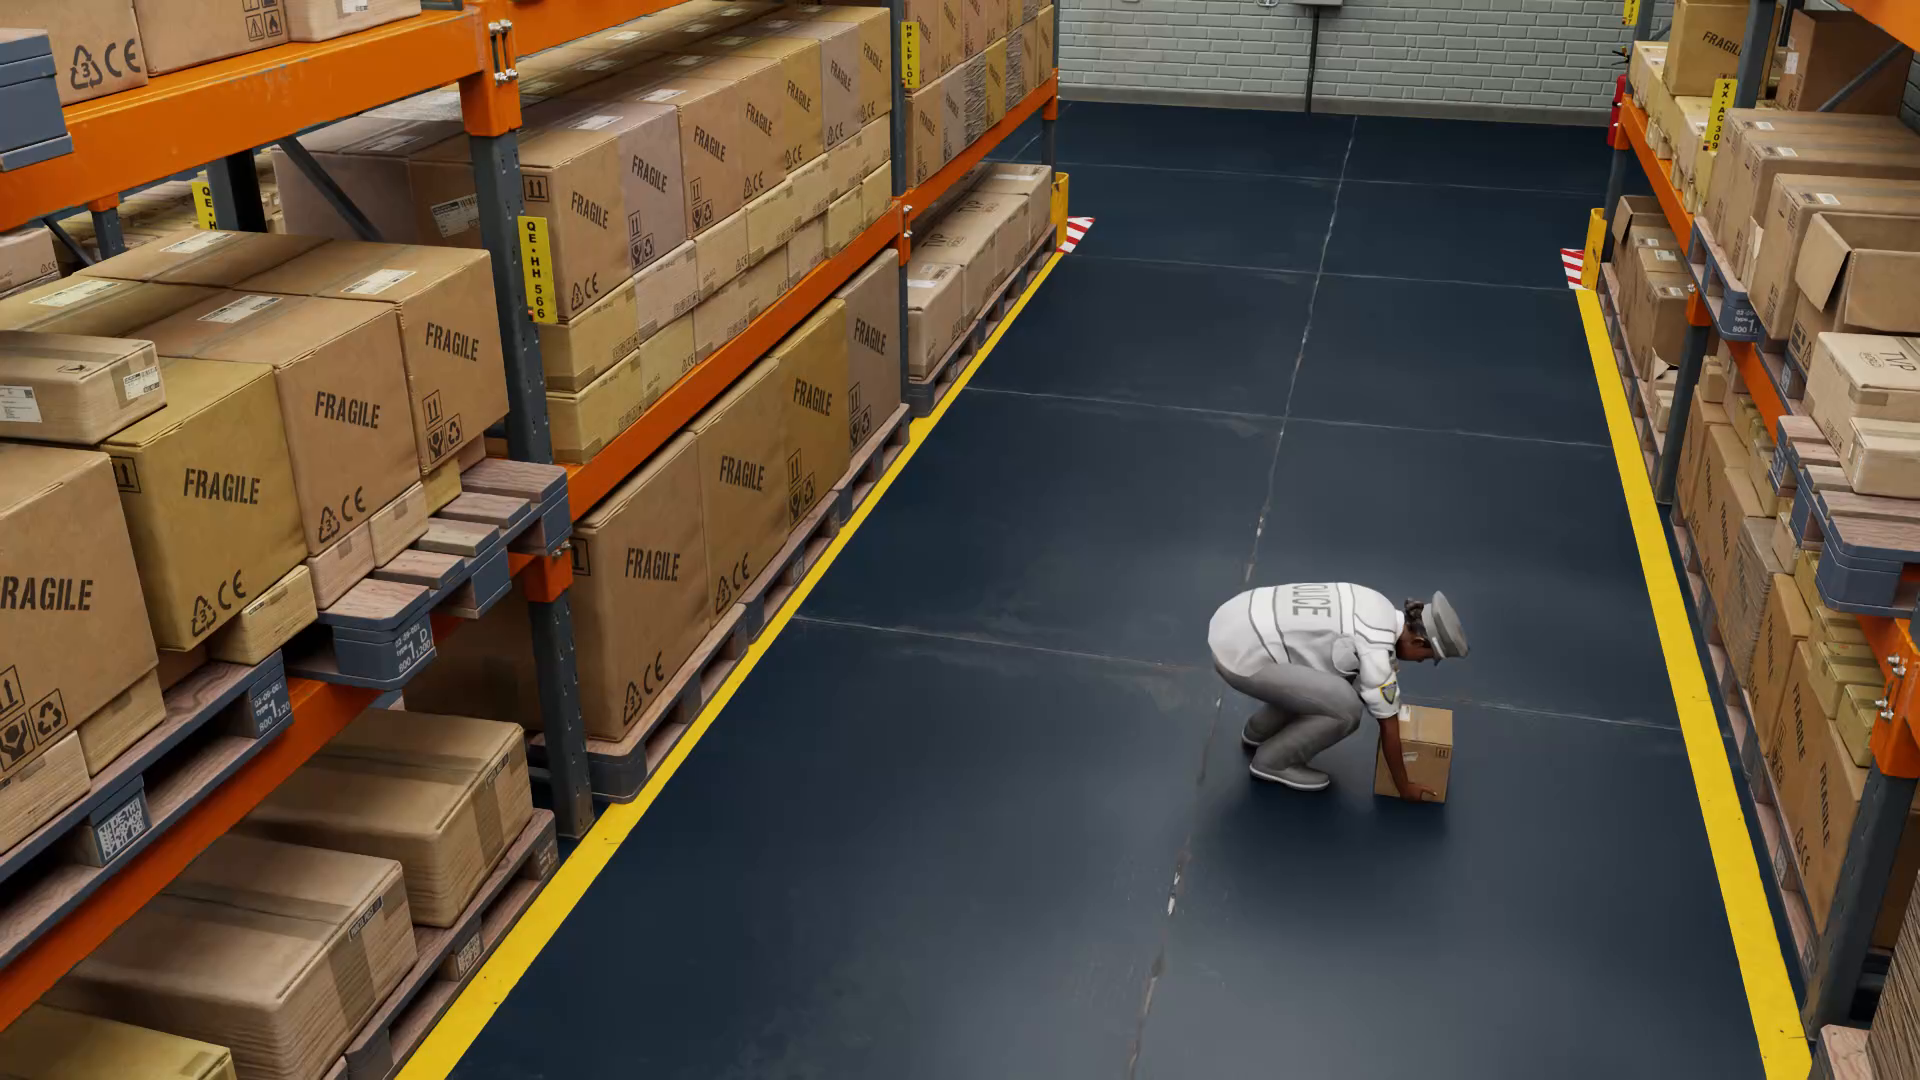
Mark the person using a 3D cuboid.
[{"bbox_3d":[1.365,0.526,6.088,0.926,0.763,0.449,6,26,12],"label":"person"}]
